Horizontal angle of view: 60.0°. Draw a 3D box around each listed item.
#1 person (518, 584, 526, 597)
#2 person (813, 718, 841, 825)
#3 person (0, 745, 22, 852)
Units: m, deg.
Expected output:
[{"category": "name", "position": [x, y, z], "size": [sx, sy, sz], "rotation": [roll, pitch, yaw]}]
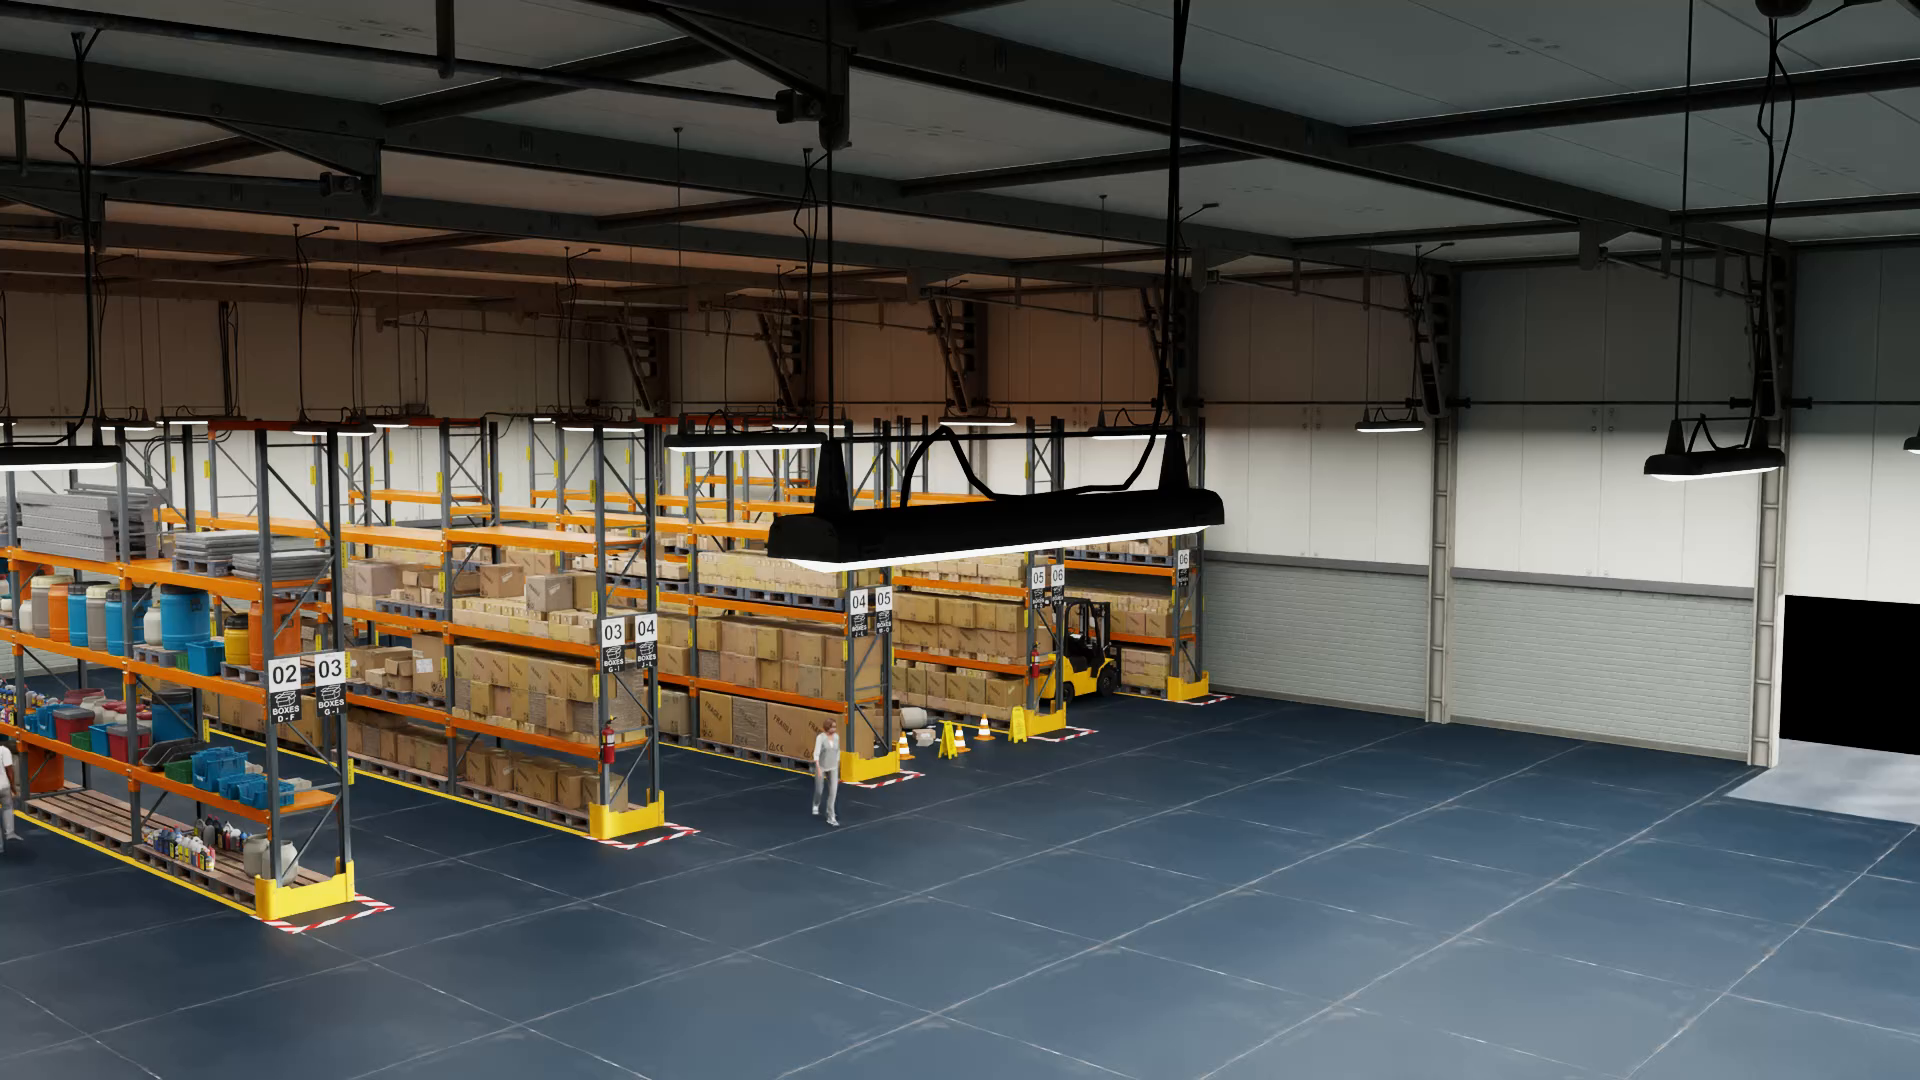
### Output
[{"category": "person", "position": [-12.013, 1.651, 45.661], "size": [0.571, 1.767, 0.484], "rotation": [1, 5, 8]}, {"category": "person", "position": [-1.997, 3.474, 25.123], "size": [0.497, 1.550, 0.811], "rotation": [-3, 6, -30]}, {"category": "person", "position": [-13.598, 3.502, 23.411], "size": [0.598, 1.752, 0.519], "rotation": [-4, 6, -40]}]
